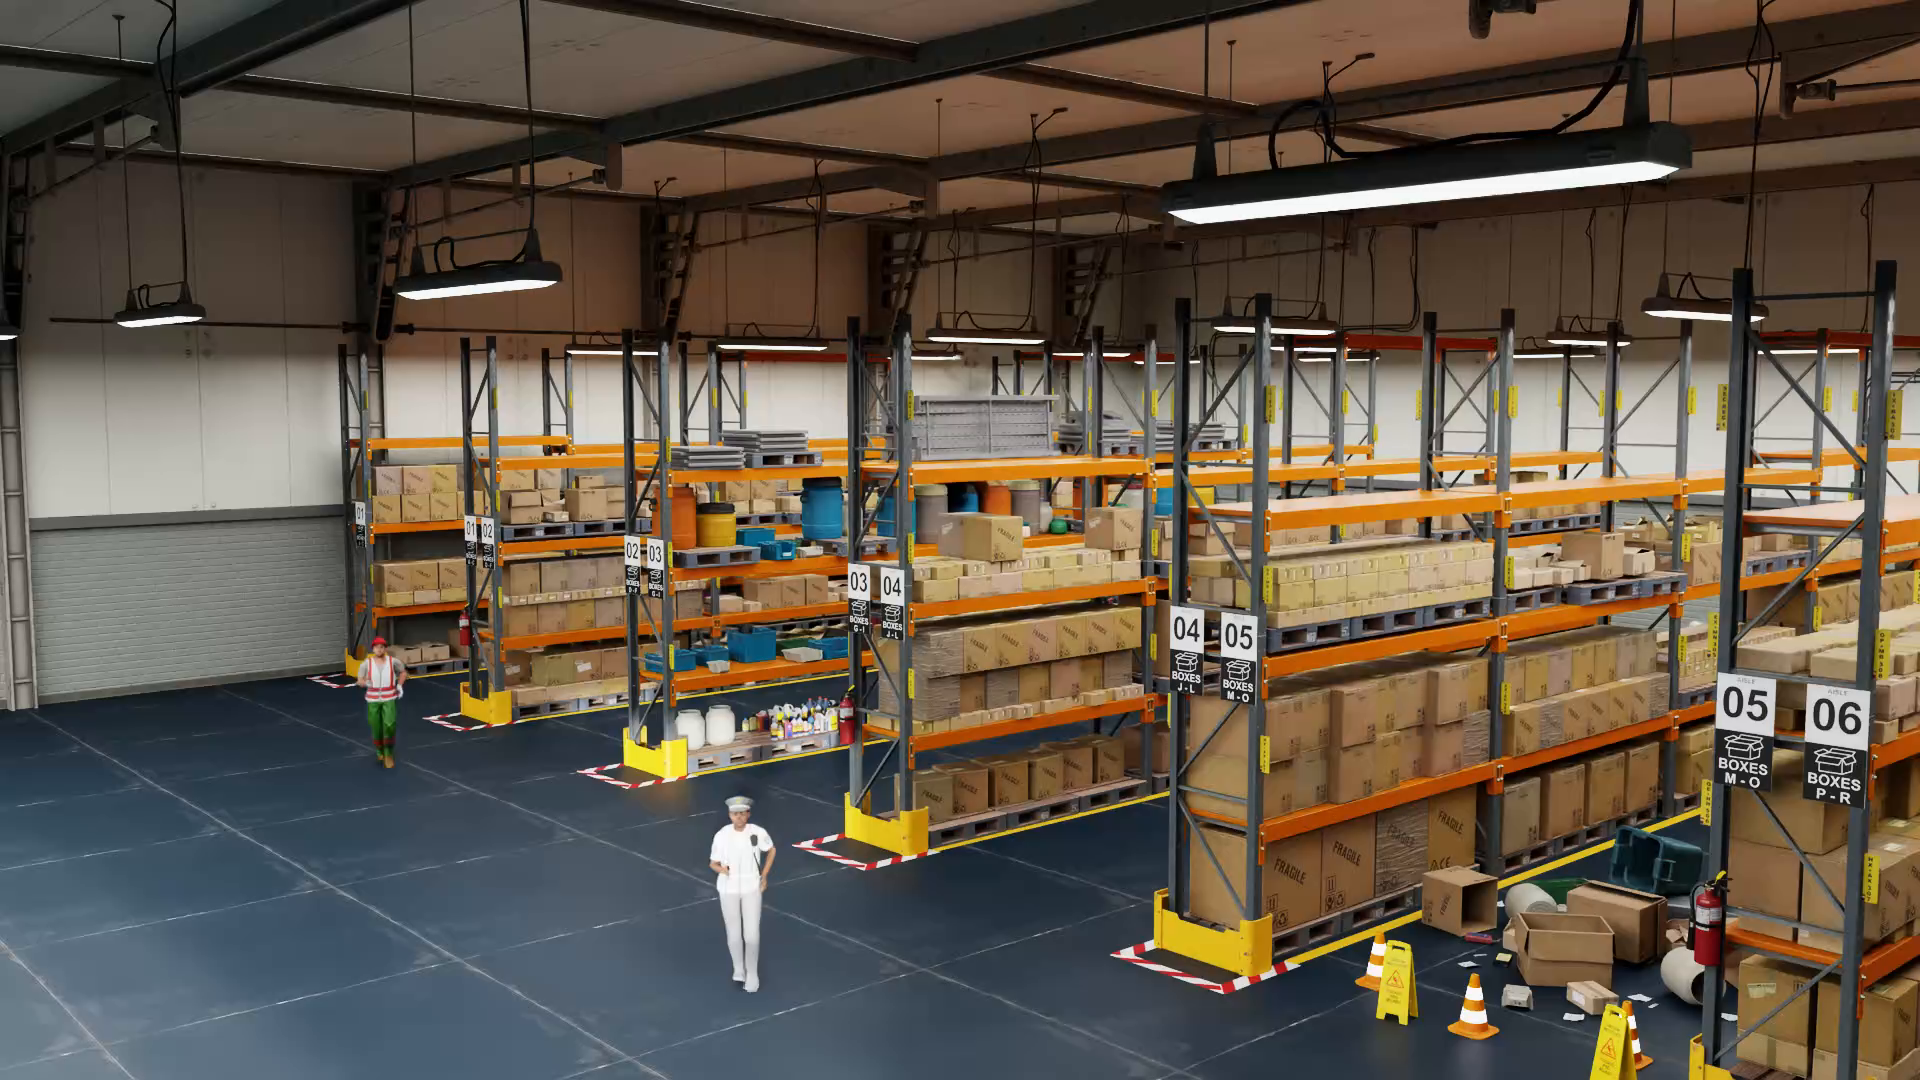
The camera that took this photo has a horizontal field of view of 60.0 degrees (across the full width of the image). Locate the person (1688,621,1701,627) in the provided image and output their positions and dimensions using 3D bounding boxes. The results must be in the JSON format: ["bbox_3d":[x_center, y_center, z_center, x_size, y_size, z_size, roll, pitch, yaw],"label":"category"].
[{"bbox_3d":[10.873,2.080,24.748,0.673,1.773,0.699,4,7,40],"label":"person"}]

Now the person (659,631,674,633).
[{"bbox_3d":[-5.387,1.574,30.557,0.701,1.715,0.587,4,7,40],"label":"person"}]

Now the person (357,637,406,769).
[{"bbox_3d":[-7.924,2.233,22.791,0.631,1.808,0.683,-1,5,-15],"label":"person"}]

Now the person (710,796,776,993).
[{"bbox_3d":[-1.875,3.051,14.316,0.556,1.721,0.652,0,5,-3],"label":"person"}]
